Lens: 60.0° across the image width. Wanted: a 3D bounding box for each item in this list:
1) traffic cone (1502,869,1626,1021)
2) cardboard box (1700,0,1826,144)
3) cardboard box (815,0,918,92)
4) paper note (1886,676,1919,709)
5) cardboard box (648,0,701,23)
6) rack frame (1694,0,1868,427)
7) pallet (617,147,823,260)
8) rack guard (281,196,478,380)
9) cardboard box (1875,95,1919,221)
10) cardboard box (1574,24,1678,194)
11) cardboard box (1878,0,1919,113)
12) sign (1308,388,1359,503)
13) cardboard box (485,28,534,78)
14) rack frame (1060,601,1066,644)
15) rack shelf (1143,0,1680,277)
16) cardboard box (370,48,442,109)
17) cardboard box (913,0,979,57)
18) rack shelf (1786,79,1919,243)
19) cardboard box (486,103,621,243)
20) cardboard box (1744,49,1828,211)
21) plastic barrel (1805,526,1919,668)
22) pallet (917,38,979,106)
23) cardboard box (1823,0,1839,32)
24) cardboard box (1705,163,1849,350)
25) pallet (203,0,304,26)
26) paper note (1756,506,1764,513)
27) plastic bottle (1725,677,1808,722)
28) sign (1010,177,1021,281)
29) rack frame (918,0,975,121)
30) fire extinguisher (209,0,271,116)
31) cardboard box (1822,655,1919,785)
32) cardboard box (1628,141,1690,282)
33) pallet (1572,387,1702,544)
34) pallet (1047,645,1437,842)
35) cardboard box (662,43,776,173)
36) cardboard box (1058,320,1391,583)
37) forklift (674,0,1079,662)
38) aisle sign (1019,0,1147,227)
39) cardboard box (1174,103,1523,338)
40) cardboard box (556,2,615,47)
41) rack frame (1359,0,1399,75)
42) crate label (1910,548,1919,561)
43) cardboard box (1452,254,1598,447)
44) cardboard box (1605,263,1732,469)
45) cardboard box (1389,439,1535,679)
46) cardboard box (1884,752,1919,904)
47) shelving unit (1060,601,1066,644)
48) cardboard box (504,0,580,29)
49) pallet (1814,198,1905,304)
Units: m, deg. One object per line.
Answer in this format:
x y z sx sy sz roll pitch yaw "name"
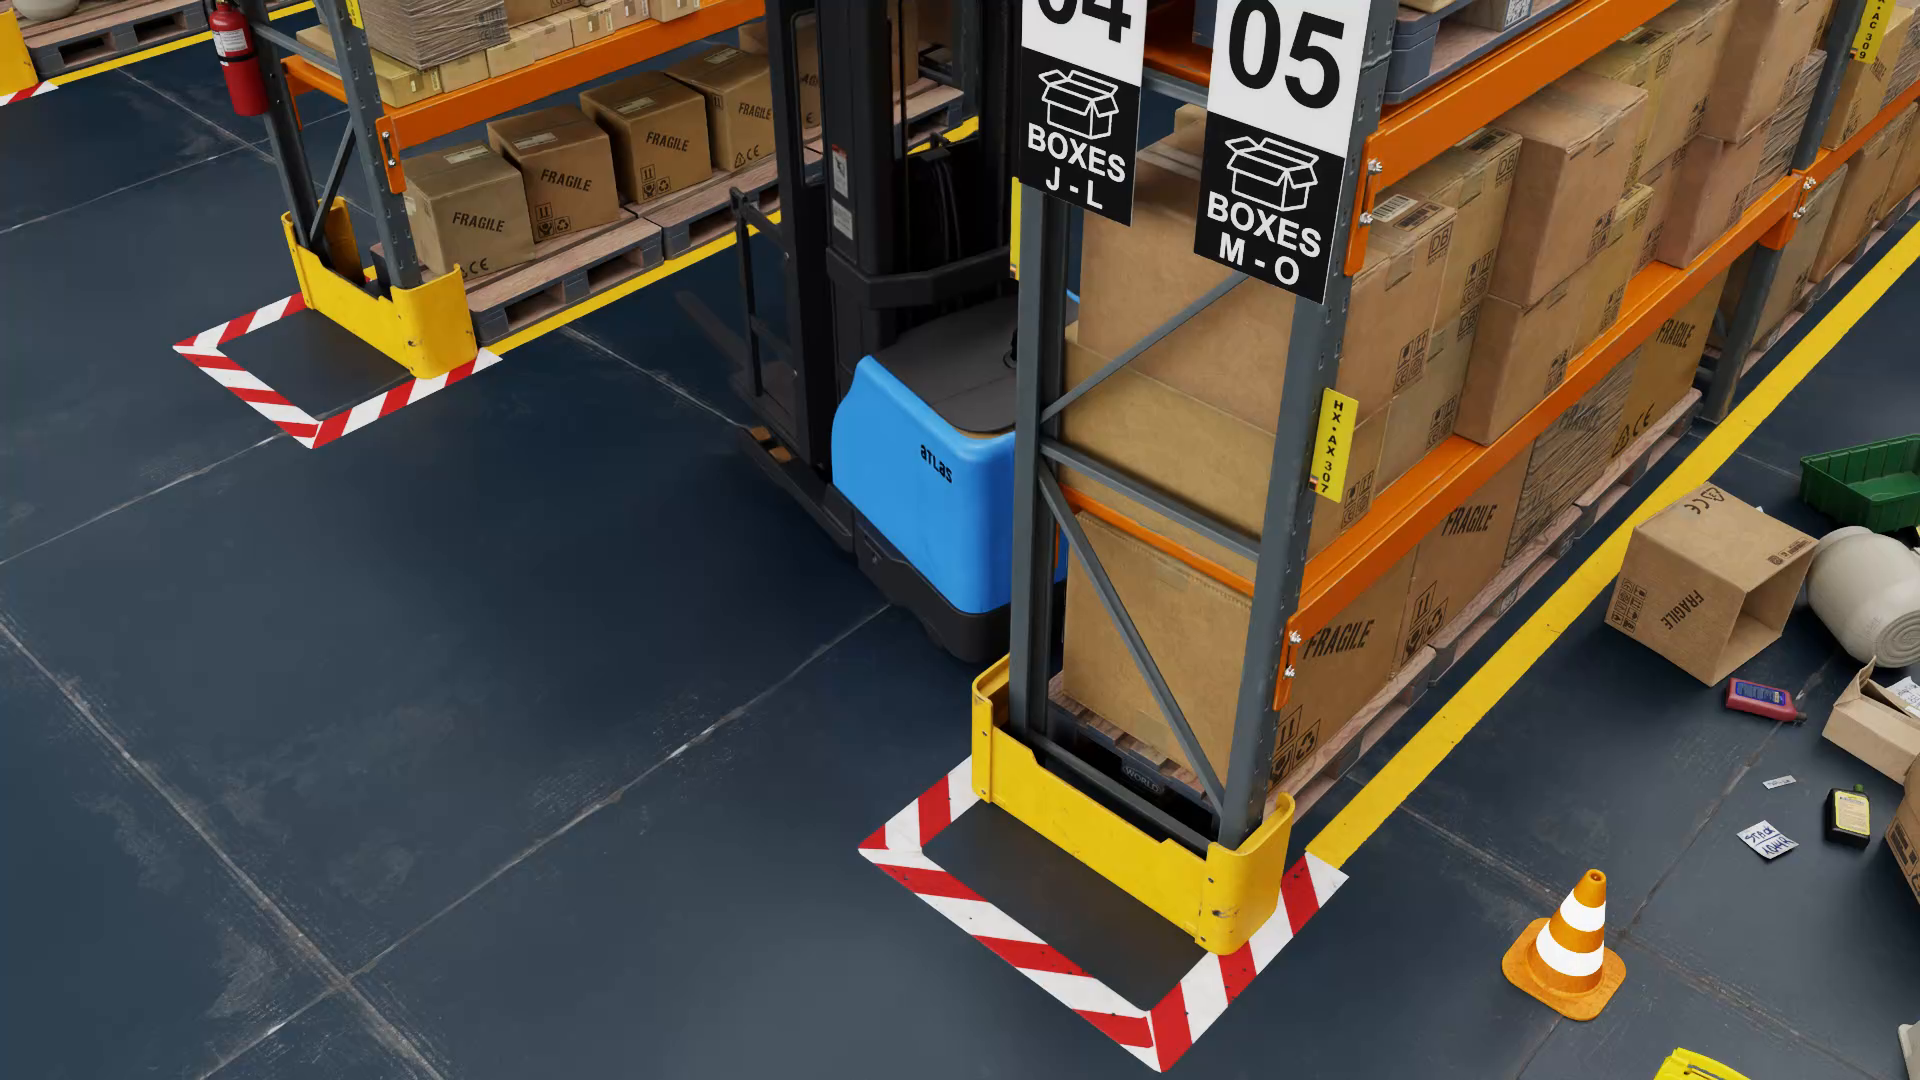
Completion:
1.986 1.231 5.330 0.336 0.463 0.334 30 47 32 "traffic cone"
2.718 -1.976 6.337 0.875 0.550 0.550 30 47 32 "cardboard box"
-0.615 -3.100 10.409 0.500 0.500 0.500 28 46 31 "cardboard box"
3.712 0.606 6.470 0.155 0.023 0.172 -18 42 -21 "paper note"
-1.562 -2.824 8.593 0.380 0.149 0.250 30 47 32 "cardboard box"
3.278 -1.951 7.294 1.000 3.000 0.127 30 47 32 "rack frame"
-1.565 -2.103 9.725 1.003 0.211 1.213 30 47 32 "pallet"
-2.963 -1.299 8.482 1.175 0.500 0.348 30 47 32 "rack guard"
4.912 -2.428 9.363 1.050 0.750 0.750 30 48 32 "cardboard box"
1.901 -1.539 5.787 0.875 0.550 0.500 30 47 32 "cardboard box"
4.171 -2.351 7.717 0.500 0.500 0.500 30 47 32 "cardboard box"
0.985 -0.248 4.392 0.100 0.325 0.005 30 47 32 "sign"
-2.283 -2.391 8.048 0.380 0.149 0.250 30 47 32 "cardboard box"
0.529 -0.010 6.235 0.240 1.200 0.015 32 46 31 "rack frame"
1.928 -1.925 5.429 1.077 0.370 4.000 30 47 32 "rack shelf"
-2.646 -2.175 7.777 0.380 0.149 0.250 30 47 32 "cardboard box"
0.115 -3.547 10.956 0.700 0.500 0.500 26 45 29 "cardboard box"
4.627 -2.589 8.673 1.077 0.370 4.000 30 47 32 "rack shelf"
-2.202 -1.998 9.023 0.500 0.500 0.500 -22 43 -25 "cardboard box"
3.038 -1.836 7.028 0.875 0.550 0.550 30 47 32 "cardboard box"
3.645 0.222 6.630 0.421 0.421 0.512 -5 39 -6 "plastic barrel"
0.209 -3.347 11.290 1.003 0.211 1.213 30 47 32 "pallet"
3.608 -2.612 7.242 0.700 0.500 0.500 29 47 31 "cardboard box"
3.630 -1.558 8.270 1.050 0.750 0.750 29 47 32 "cardboard box"
-5.278 -4.215 12.381 1.003 0.211 1.213 30 47 32 "pallet"
3.493 -0.100 7.351 0.147 0.020 0.142 2 39 2 "paper note"
3.113 0.623 6.417 0.283 0.061 0.133 14 41 17 "plastic bottle"
0.188 -0.894 4.843 0.100 0.325 0.005 30 47 32 "sign"
-0.315 -4.080 9.972 1.000 3.000 0.127 30 47 32 "rack frame"
-3.431 -2.353 7.862 0.296 0.674 0.183 30 47 32 "fire extinguisher"
3.478 0.682 6.179 0.258 0.266 0.396 -26 45 -29 "cardboard box"
2.232 -1.375 6.448 0.875 0.550 0.550 30 47 32 "cardboard box"
2.707 -0.543 7.764 1.003 0.211 1.213 30 47 32 "pallet"
1.061 0.578 6.354 1.003 0.211 1.213 30 47 32 "pallet"
-1.356 -2.515 9.674 0.500 0.500 0.500 25 45 28 "cardboard box"
0.796 -0.362 5.175 0.875 0.550 0.550 30 47 32 "cardboard box"
-0.356 -1.553 6.848 1.130 2.935 3.031 -22 43 -25 "forklift"
0.310 -1.225 4.291 0.394 0.787 0.004 30 47 32 "aisle sign"
1.161 -1.041 5.161 0.875 0.550 0.550 30 47 32 "cardboard box"
-1.956 -2.626 8.344 0.380 0.149 0.250 30 47 32 "cardboard box"
0.579 -2.462 3.116 1.000 3.000 0.127 30 47 32 "rack frame"
4.009 0.149 6.953 0.298 0.136 0.250 2 39 2 "crate label"
1.621 -0.828 5.761 0.875 0.550 0.550 30 47 32 "cardboard box"
2.802 -1.025 7.498 0.875 0.875 0.875 30 48 32 "cardboard box"
1.580 -0.191 6.450 0.875 0.875 0.875 29 47 31 "cardboard box"
3.617 1.025 5.556 0.797 0.503 0.637 2 39 2 "cardboard box"
0.696 -0.112 6.381 0.258 1.200 0.503 32 46 31 "shelving unit"
-2.374 -2.920 8.192 0.875 0.500 0.500 30 47 32 "cardboard box"
4.566 -1.809 9.356 1.003 0.211 1.213 30 47 32 "pallet"
